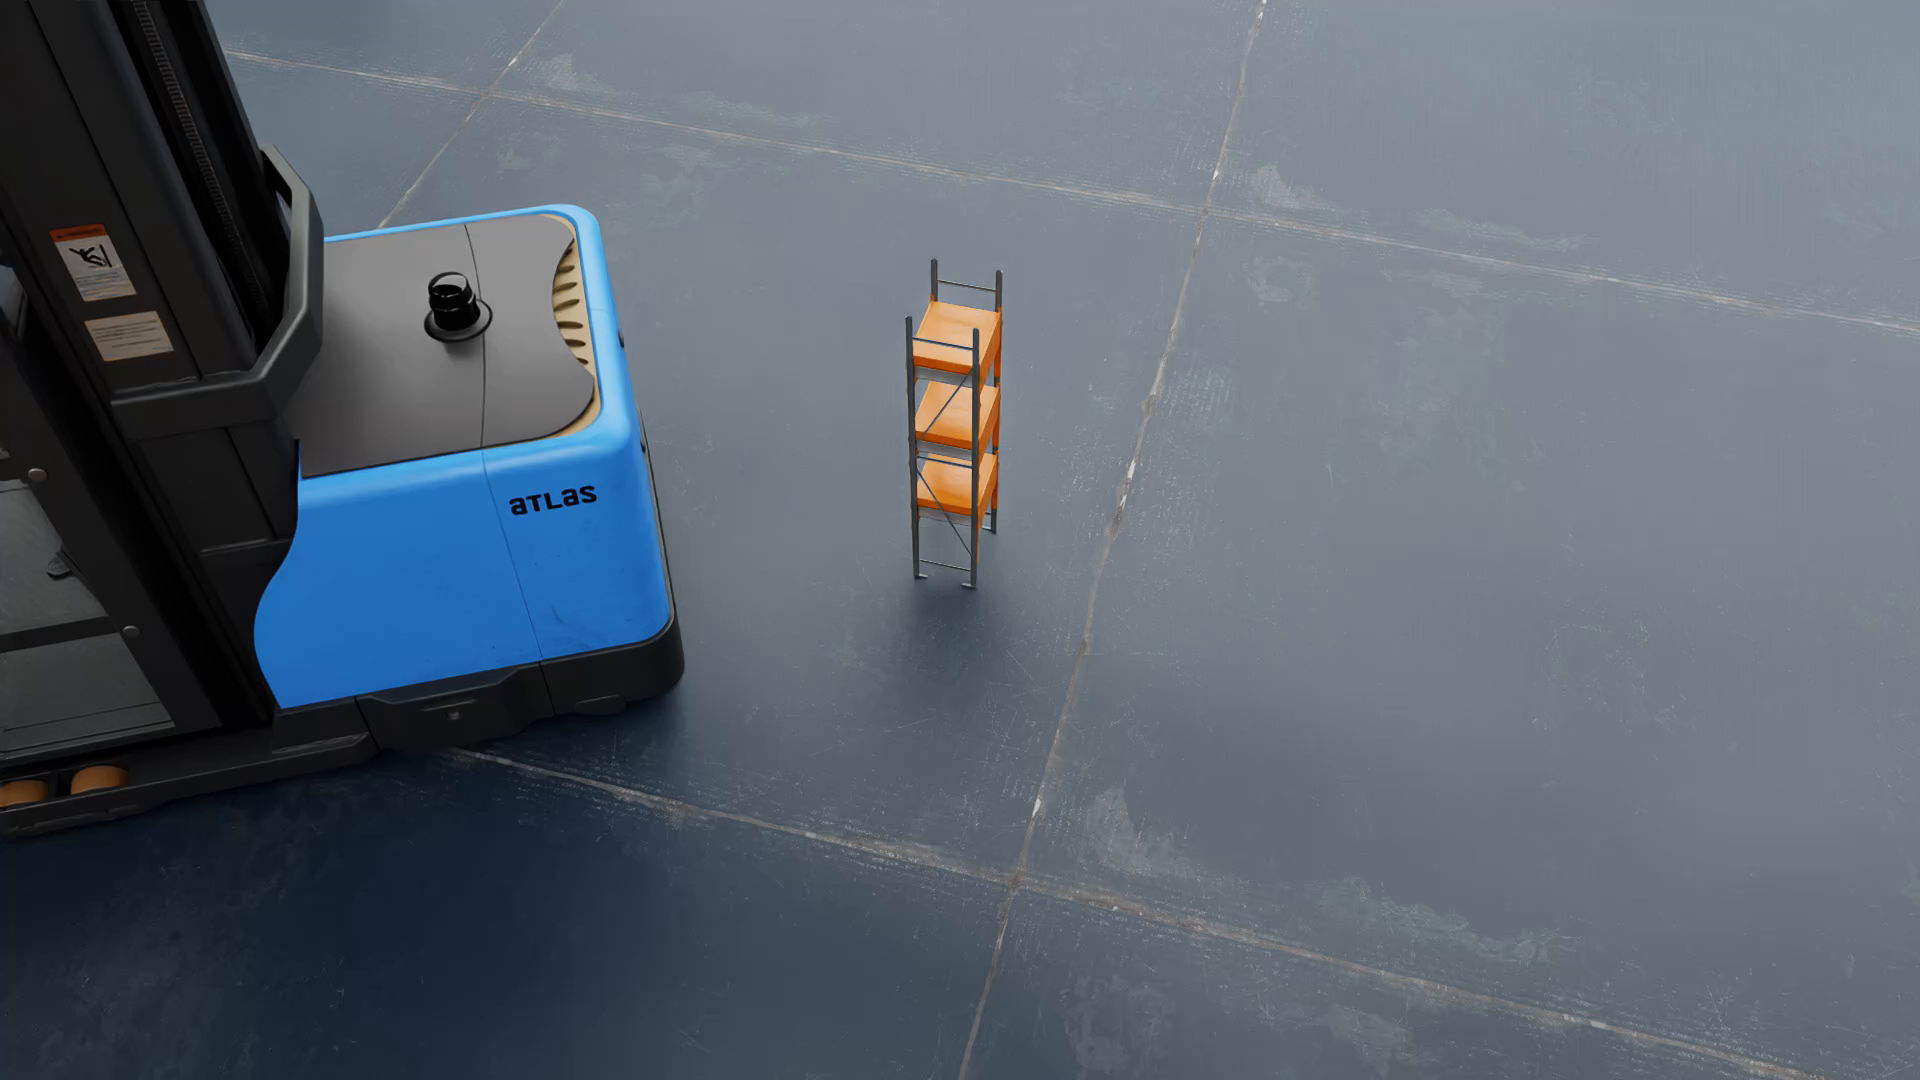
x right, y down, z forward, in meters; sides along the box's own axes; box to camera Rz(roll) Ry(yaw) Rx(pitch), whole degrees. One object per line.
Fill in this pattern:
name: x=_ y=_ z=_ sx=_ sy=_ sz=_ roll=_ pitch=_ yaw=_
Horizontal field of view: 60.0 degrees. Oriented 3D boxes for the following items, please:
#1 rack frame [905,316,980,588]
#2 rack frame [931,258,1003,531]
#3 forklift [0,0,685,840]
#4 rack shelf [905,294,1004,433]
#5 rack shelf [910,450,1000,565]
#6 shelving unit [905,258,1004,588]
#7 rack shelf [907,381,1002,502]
rack frame: x=-0.046 y=-0.220 z=4.744 sx=0.200 sy=1.050 sz=0.008 roll=12 pitch=50 yaw=10
rack frame: x=0.018 y=-0.397 z=4.900 sx=0.200 sy=1.050 sz=0.008 roll=12 pitch=50 yaw=10
forklift: x=-2.373 y=-0.604 z=3.828 sx=3.031 sy=2.935 sz=1.130 roll=-10 pitch=49 yaw=-9
rack shelf: x=-0.014 y=-0.489 z=4.617 sx=0.215 sy=0.259 sz=0.240 roll=12 pitch=50 yaw=10
rack shelf: x=-0.014 y=-0.118 z=5.039 sx=0.215 sy=0.259 sz=0.240 roll=12 pitch=50 yaw=10
shelving unit: x=-0.014 y=-0.309 z=4.822 sx=0.215 sy=1.050 sz=0.252 roll=12 pitch=50 yaw=10
rack shelf: x=-0.014 y=-0.302 z=4.830 sx=0.215 sy=0.259 sz=0.240 roll=12 pitch=50 yaw=10
